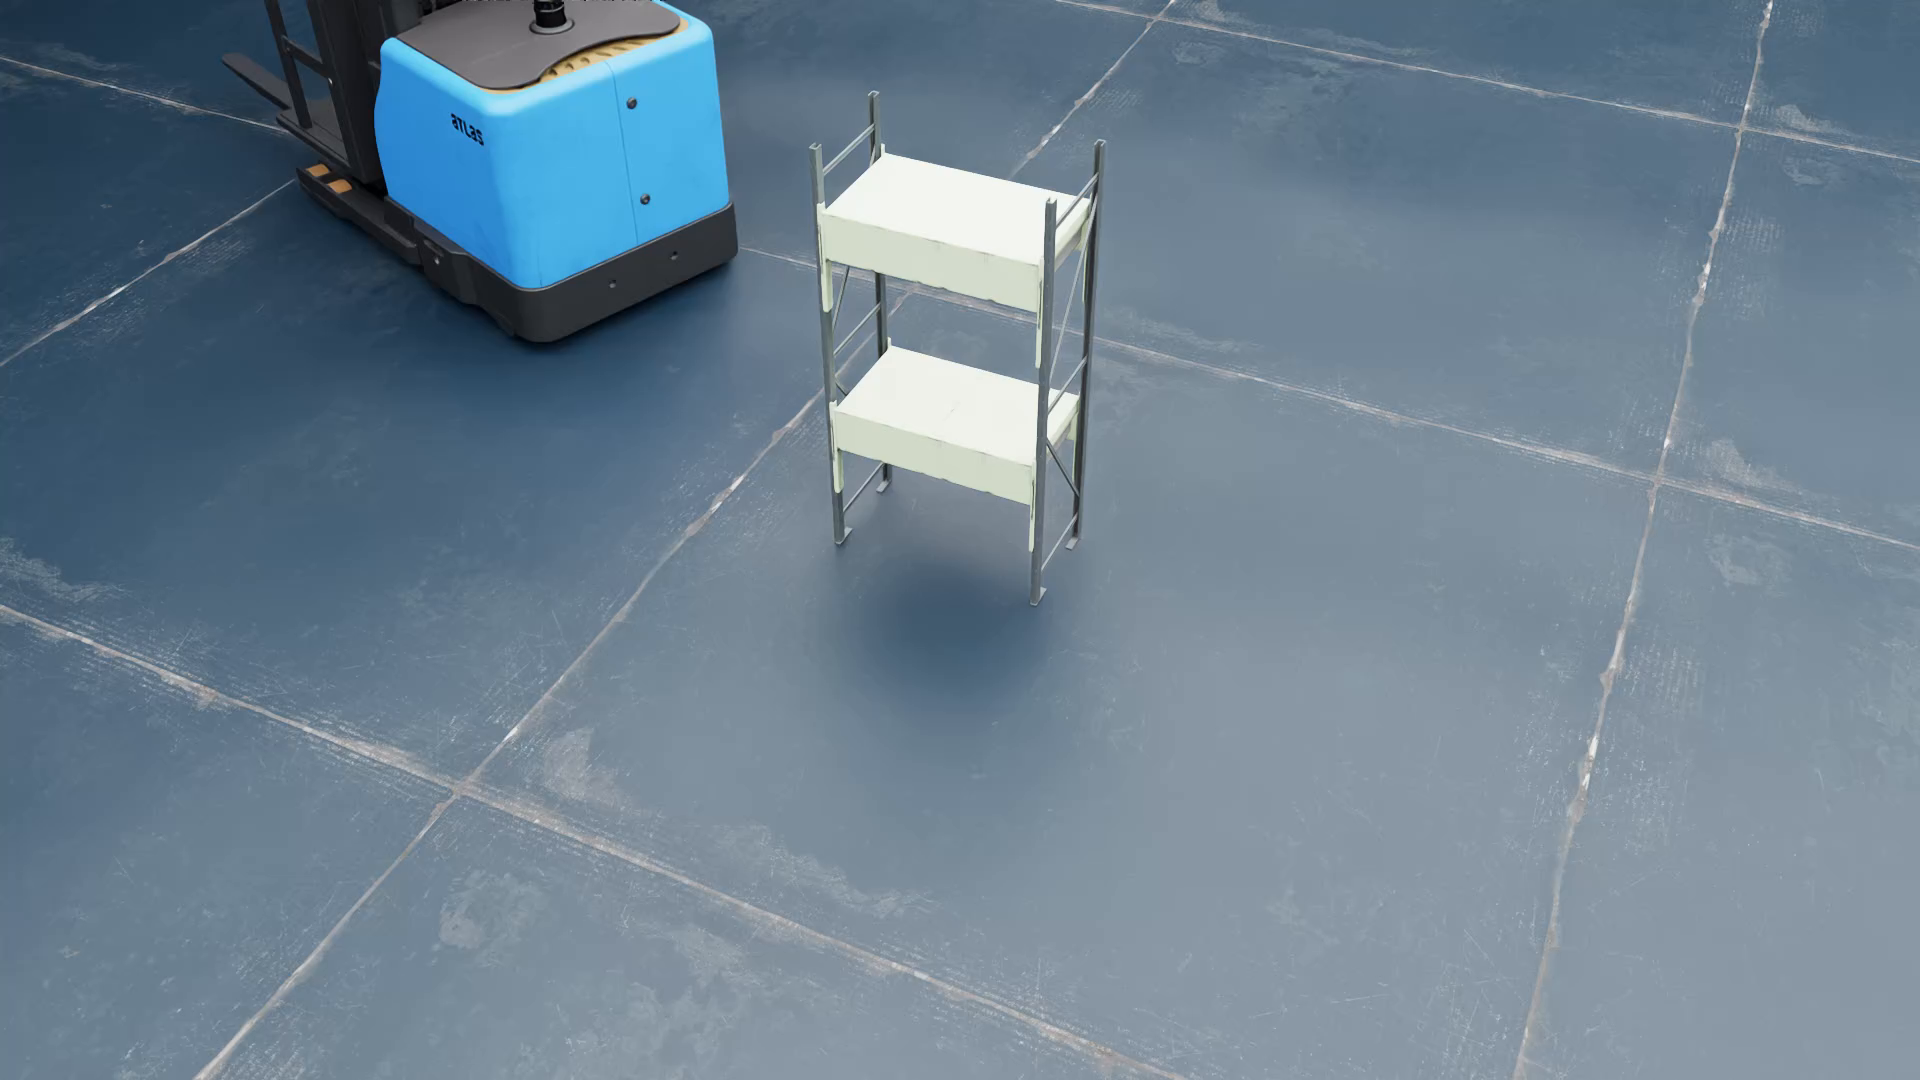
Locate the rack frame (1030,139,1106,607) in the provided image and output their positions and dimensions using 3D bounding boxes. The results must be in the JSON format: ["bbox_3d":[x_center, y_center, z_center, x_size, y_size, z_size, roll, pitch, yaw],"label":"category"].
[{"bbox_3d":[0.326,-0.467,5.144,0.023,1.500,0.400,17,44,19],"label":"rack frame"}]

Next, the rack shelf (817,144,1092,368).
[{"bbox_3d":[-0.006,-0.863,5.005,0.720,0.370,0.431,17,44,19],"label":"rack shelf"}]

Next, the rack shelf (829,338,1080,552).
[{"bbox_3d":[-0.006,-0.322,5.474,0.720,0.370,0.431,17,44,19],"label":"rack shelf"}]

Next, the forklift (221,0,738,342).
[{"bbox_3d":[-2.328,-2.750,6.685,1.130,2.935,3.031,-32,50,-32],"label":"forklift"}]

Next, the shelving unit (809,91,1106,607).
[{"bbox_3d":[-0.006,-0.569,5.261,0.755,1.500,0.431,17,44,19],"label":"shelving unit"}]

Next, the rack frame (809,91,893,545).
[{"bbox_3d":[-0.338,-0.670,5.378,0.023,1.500,0.400,17,44,19],"label":"rack frame"}]
